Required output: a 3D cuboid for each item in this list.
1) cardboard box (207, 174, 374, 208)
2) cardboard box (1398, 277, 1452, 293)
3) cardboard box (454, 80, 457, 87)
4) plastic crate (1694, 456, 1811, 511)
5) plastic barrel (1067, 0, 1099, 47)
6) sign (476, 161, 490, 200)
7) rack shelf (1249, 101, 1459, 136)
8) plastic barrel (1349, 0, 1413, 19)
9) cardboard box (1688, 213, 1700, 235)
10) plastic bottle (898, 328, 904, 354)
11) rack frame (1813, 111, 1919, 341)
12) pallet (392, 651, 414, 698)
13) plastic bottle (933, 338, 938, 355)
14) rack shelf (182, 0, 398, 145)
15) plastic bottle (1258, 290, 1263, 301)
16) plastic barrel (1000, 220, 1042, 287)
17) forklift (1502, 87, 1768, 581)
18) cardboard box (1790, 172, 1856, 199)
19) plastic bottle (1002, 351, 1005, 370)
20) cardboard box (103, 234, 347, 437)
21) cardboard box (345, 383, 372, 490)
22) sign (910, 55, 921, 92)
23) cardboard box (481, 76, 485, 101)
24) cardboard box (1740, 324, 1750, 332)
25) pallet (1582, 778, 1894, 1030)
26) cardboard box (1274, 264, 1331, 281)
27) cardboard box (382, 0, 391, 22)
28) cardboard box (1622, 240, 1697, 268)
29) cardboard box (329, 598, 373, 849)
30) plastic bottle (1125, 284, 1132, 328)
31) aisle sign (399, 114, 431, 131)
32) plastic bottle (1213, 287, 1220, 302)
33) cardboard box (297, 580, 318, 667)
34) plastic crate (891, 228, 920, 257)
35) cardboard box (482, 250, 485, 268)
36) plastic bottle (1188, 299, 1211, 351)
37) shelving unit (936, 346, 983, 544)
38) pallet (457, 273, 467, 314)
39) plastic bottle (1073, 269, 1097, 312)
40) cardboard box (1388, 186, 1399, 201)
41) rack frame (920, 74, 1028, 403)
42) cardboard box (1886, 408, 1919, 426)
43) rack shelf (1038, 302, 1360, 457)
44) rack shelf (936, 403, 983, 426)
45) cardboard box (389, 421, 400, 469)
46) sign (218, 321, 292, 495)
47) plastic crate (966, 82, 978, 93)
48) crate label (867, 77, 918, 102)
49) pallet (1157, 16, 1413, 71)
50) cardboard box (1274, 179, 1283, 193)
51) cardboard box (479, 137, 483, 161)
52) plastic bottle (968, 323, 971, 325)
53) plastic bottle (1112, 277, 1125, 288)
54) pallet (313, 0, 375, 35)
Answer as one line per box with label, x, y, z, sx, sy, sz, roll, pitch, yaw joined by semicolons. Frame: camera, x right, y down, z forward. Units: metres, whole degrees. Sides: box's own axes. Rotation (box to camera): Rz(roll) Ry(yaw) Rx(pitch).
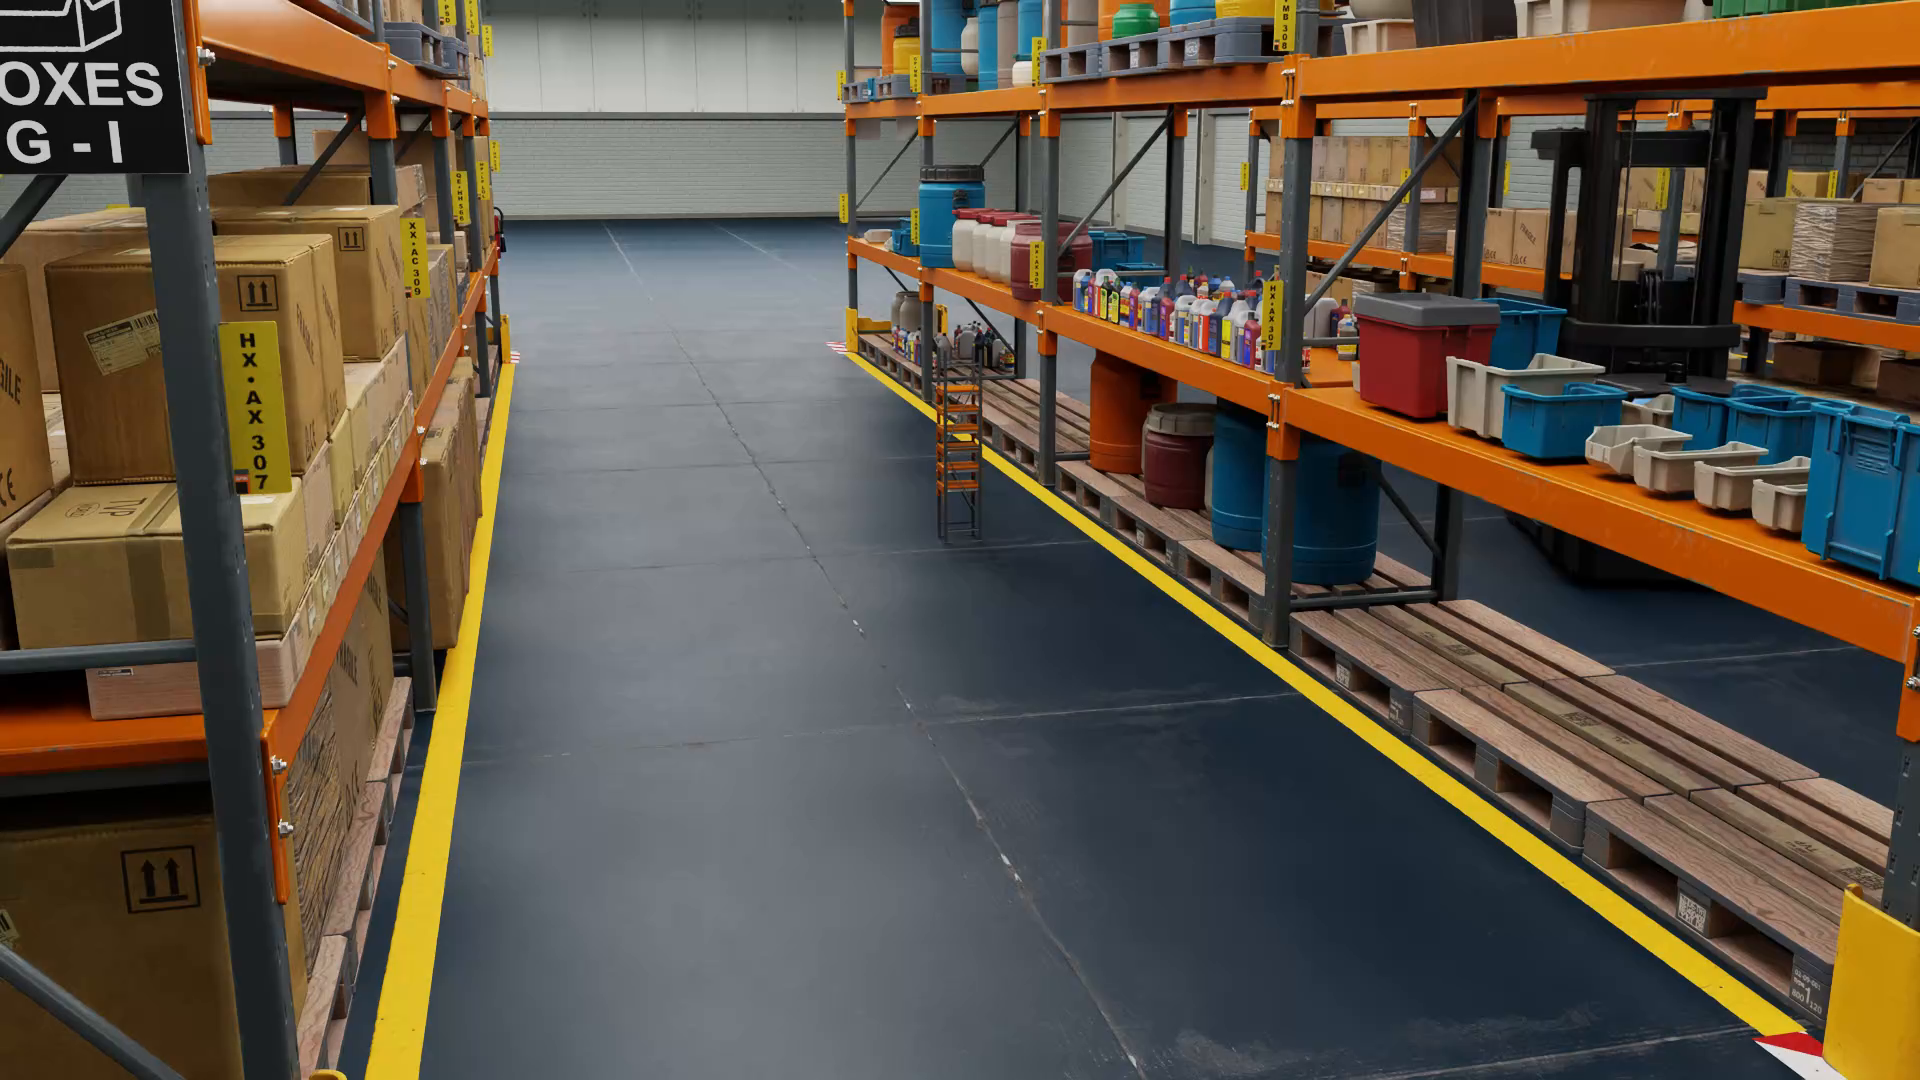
cardboard box;-2.961;-1.363;7.363;0.797;0.503;0.637;-4;14;-15
cardboard box;5.018;-2.549;17.870;0.500;0.500;0.500;-3;14;-13
cardboard box;-3.856;-3.347;11.801;0.500;0.250;0.500;-3;14;-12
plastic crate;2.529;-0.181;5.275;0.396;0.136;0.243;-3;14;-13
plastic barrel;1.090;-3.782;12.209;0.600;0.901;0.600;0;14;0
sign;-4.143;-3.120;14.439;0.100;0.325;0.005;-3;14;-13
rack shelf;4.478;-4.647;18.321;1.077;0.370;4.000;-3;14;-13
plastic barrel;2.131;-2.819;8.155;0.433;0.535;0.433;0;14;0
cardboard box;8.995;-3.730;19.649;0.500;0.250;0.500;-3;14;-13
plastic bottle;-0.604;-2.099;17.519;0.097;0.271;0.097;0;14;0
rack frame;9.762;-3.354;17.837;1.000;3.000;0.127;-3;14;-13
pallet;-3.058;0.500;7.935;1.003;0.211;1.213;-3;14;-13
plastic bottle;-0.299;-1.862;16.381;0.144;0.351;0.185;-4;14;-15
rack shelf;-2.334;-1.327;4.734;1.077;0.370;4.000;-3;14;-13
plastic bottle;1.814;-1.354;9.922;0.097;0.271;0.097;0;14;0
plastic barrel;0.524;-2.256;13.107;0.421;0.512;0.421;0;14;0
forklift;4.127;-1.487;10.337;1.130;2.935;3.031;1;14;5
cardboard box;9.351;-3.747;18.139;0.500;0.500;0.500;-3;14;-13
plastic bottle;0.460;-1.778;16.353;0.097;0.201;0.097;0;14;0
cardboard box;-1.959;-0.554;4.484;0.500;0.500;0.500;-4;14;-15
cardboard box;-2.085;-0.311;5.069;0.500;0.250;0.500;-4;14;-14
sign;-0.405;-4.236;15.105;0.100;0.325;0.005;-3;14;-13
cardboard box;-5.141;-4.621;17.017;0.500;0.250;0.500;-3;14;-13
cardboard box;9.406;-2.553;19.638;0.380;0.149;0.250;-4;14;-18
pallet;2.795;1.128;5.364;1.003;0.211;1.213;-3;14;-13
cardboard box;4.038;-2.981;19.639;0.500;0.500;0.500;-3;14;-13
cardboard box;-3.242;-2.845;8.328;0.797;0.503;0.637;-3;14;-14
cardboard box;5.866;-2.329;13.826;0.500;0.311;0.500;-3;14;-14
cardboard box;-2.515;0.512;5.604;0.875;0.875;0.875;-3;14;-13
plastic bottle;1.077;-1.458;10.344;0.097;0.271;0.097;0;14;0
aisle sign;-5.928;-4.709;17.905;0.394;0.787;0.004;-3;14;-13
plastic bottle;1.714;-1.565;10.932;0.097;0.201;0.097;0;14;0
cardboard box;-1.688;0.205;3.798;0.380;0.149;0.250;-3;14;-14
plastic crate;-0.391;-2.970;16.577;0.499;0.251;0.616;-3;14;-13
cardboard box;-4.486;-2.529;14.987;0.380;0.149;0.250;-3;14;-13
plastic bottle;1.369;-1.201;9.284;0.152;0.276;0.135;-3;14;-13
shelving unit;-0.003;-0.586;10.298;0.258;1.200;0.189;-3;14;-13
pallet;-4.014;-1.669;11.341;1.213;0.211;1.003;-3;14;-13
plastic bottle;0.859;-1.701;11.332;0.152;0.276;0.135;-3;14;-13
cardboard box;4.620;-3.549;17.056;0.380;0.149;0.250;-4;14;-14
rack frame;0.132;-2.802;15.577;1.000;3.000;0.127;-3;14;-13
cardboard box;6.207;-0.559;10.737;0.500;0.500;0.500;-3;14;-12
rack shelf;1.541;-1.069;9.997;1.077;0.370;4.000;-3;14;-13
rack shelf;-0.003;-0.776;10.252;0.258;0.103;0.180;-3;14;-13
cardboard box;-2.232;-0.329;5.981;0.380;0.149;0.250;-3;14;-12
sign;-1.323;-0.246;3.124;0.100;0.325;0.005;-3;14;-13
plastic crate;0.026;-4.536;16.798;0.336;0.188;0.450;-3;14;-13
crate label;-0.689;-4.660;17.173;0.502;0.251;0.408;-3;14;-13
pallet;1.732;-2.497;8.407;1.213;0.211;1.003;-3;14;-13
cardboard box;3.956;-4.201;19.723;0.380;0.149;0.250;-4;14;-15
cardboard box;-4.776;-3.554;15.708;0.500;0.500;0.500;-3;14;-13
plastic bottle;0.096;-2.194;17.884;0.061;0.283;0.133;-3;14;-12
plastic bottle;1.028;-1.567;10.794;0.097;0.271;0.097;0;14;0
pallet;-2.621;-1.905;5.772;1.003;0.211;1.213;-3;14;-13
